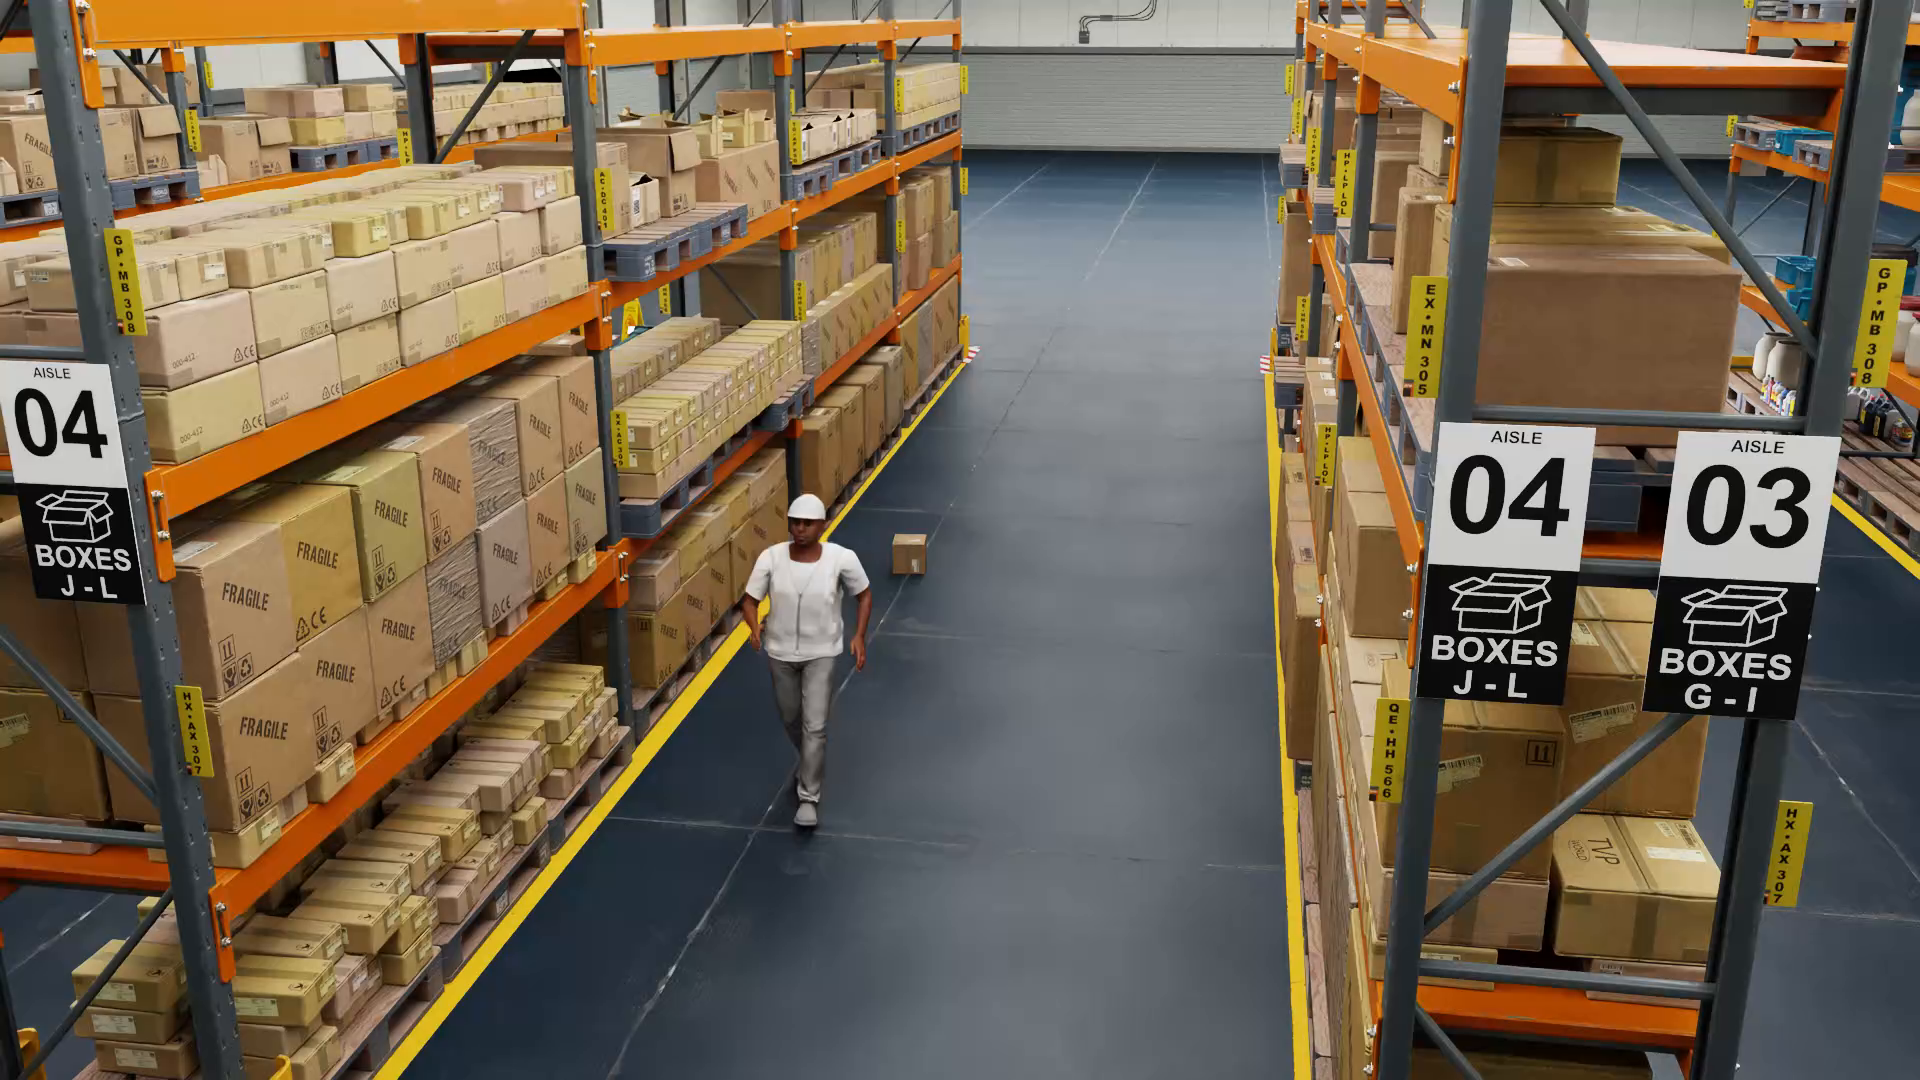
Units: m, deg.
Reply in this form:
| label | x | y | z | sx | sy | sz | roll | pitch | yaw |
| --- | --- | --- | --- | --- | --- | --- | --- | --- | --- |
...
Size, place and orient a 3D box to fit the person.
| label | x | y | z | sx | sy | sz | roll | pitch | yaw |
| --- | --- | --- | --- | --- | --- | --- | --- | --- | --- |
| person | -0.857 | 0.624 | 9.029 | 0.678 | 1.740 | 0.886 | 3 | 18 | 8 |
